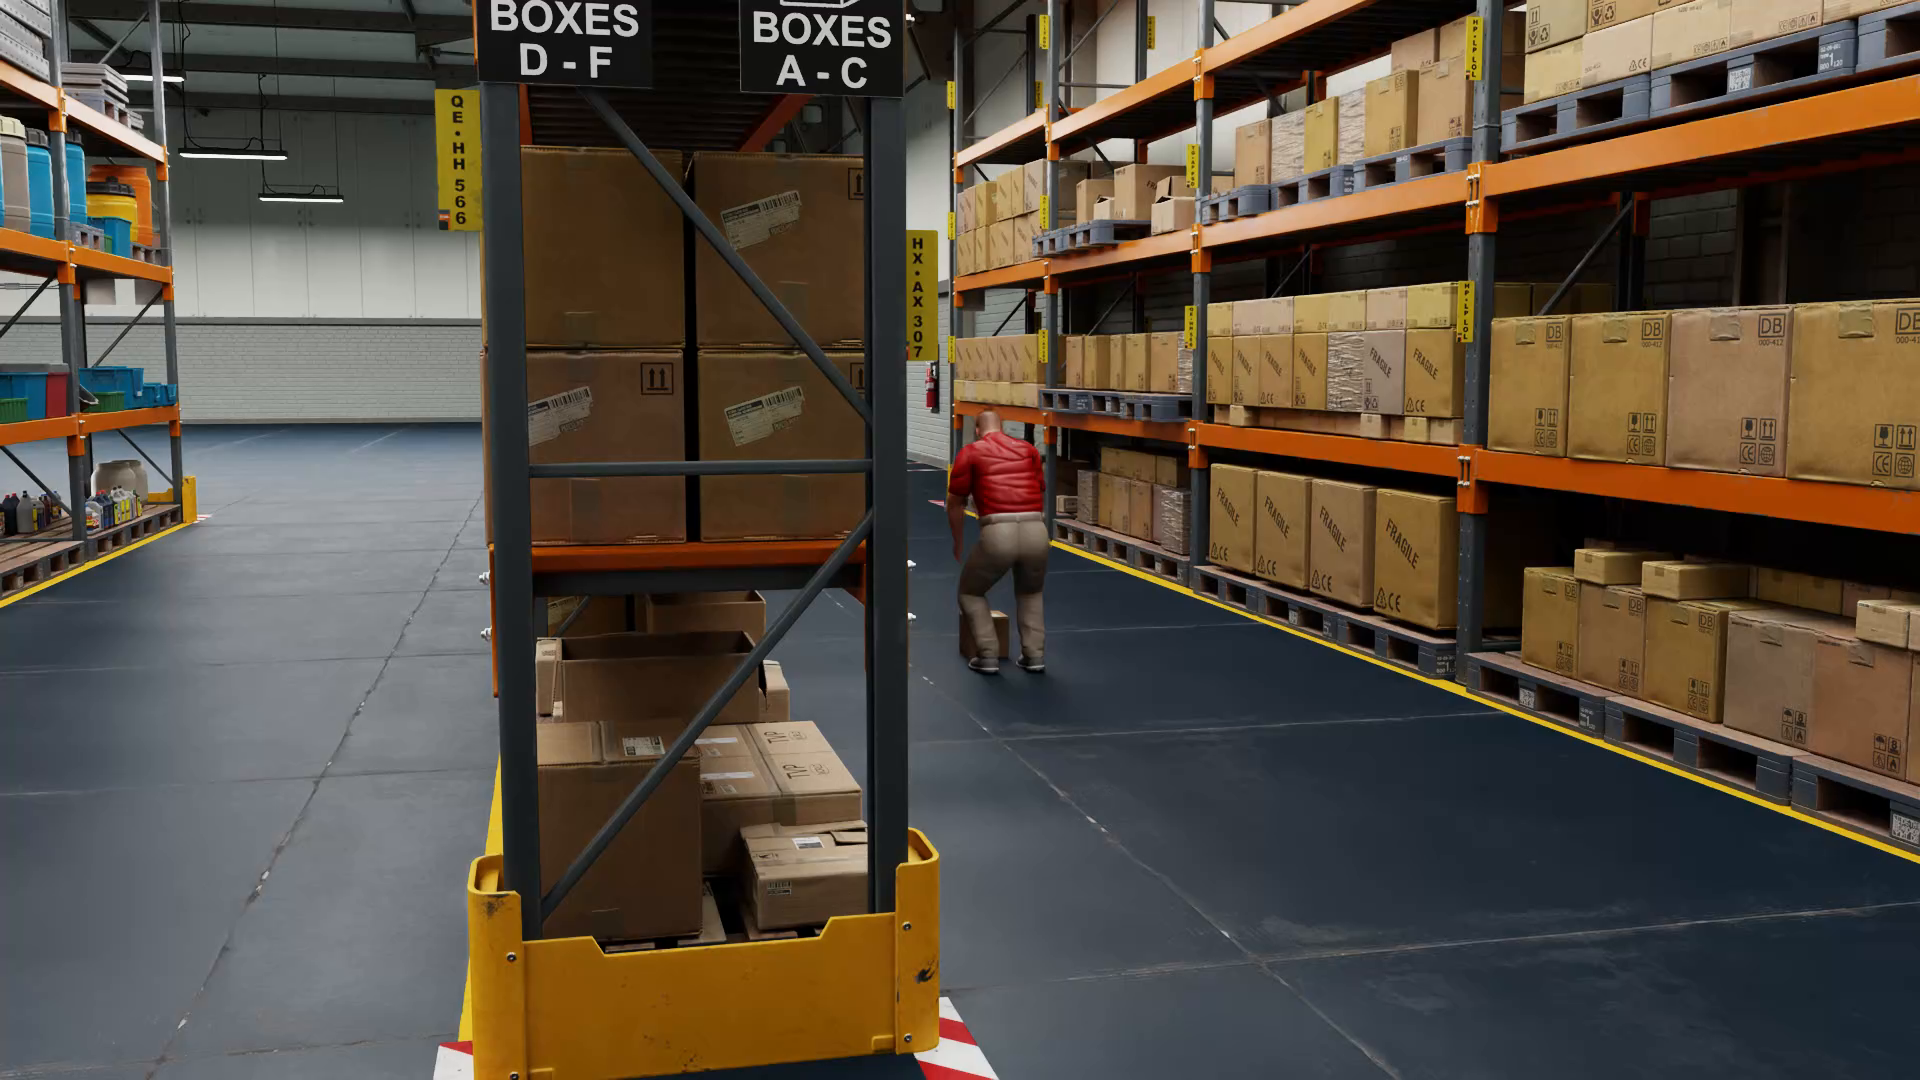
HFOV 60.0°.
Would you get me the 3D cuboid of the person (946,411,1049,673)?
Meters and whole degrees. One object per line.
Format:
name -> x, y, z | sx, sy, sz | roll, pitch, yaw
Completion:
person -> 0.226, 0.011, 9.582 | 0.587, 1.494, 0.644 | -1, 6, -13
